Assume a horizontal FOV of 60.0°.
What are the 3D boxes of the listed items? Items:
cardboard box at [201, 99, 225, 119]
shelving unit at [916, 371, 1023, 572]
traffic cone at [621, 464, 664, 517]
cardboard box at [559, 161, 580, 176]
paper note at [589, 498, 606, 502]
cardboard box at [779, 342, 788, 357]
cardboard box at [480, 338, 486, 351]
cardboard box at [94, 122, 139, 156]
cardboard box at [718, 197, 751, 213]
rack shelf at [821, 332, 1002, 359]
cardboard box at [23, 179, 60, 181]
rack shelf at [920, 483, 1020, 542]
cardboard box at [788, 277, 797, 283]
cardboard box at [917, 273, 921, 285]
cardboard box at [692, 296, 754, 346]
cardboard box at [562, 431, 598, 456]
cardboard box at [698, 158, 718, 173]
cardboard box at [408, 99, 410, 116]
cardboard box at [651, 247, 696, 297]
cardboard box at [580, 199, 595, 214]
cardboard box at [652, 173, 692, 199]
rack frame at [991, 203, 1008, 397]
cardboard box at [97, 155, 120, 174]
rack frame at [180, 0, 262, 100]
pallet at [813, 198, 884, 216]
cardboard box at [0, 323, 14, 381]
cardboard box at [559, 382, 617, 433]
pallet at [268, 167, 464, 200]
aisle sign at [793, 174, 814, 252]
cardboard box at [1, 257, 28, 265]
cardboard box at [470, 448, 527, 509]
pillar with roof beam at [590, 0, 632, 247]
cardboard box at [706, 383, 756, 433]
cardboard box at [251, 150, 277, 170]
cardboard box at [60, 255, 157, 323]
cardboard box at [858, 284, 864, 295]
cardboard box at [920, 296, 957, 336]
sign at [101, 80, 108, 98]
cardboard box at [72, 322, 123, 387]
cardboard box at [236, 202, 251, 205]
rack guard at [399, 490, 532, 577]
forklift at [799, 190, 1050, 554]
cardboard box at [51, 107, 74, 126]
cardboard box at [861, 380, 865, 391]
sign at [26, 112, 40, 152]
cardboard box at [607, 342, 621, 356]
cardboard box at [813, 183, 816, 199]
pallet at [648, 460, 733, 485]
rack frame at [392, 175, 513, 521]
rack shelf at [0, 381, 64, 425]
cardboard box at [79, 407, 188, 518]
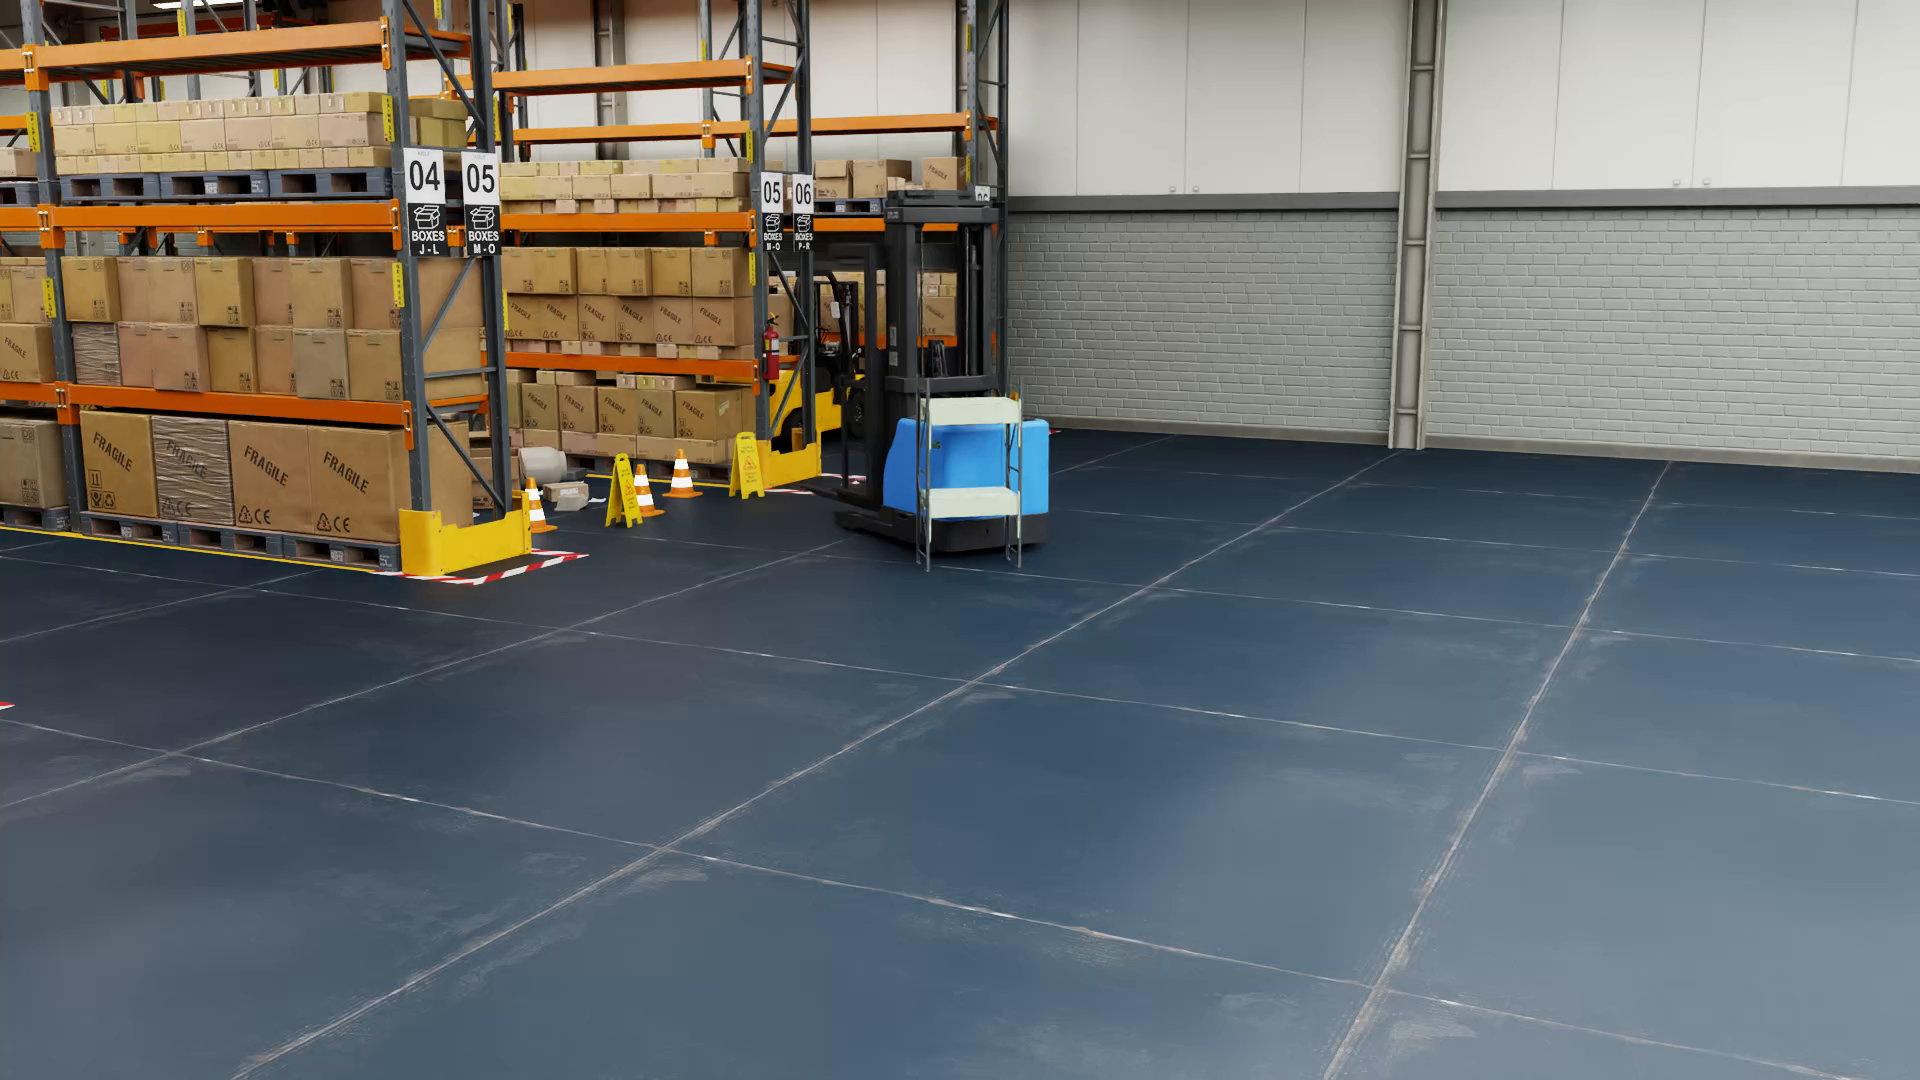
[{"bbox_3d":[-5.752,-3.393,13.141,0.250,0.149,0.380,5,11,26],"label":"cardboard box"},{"bbox_3d":[0.068,-0.540,12.979,0.755,1.500,0.431,-2,12,-13],"label":"shelving unit"},{"bbox_3d":[-2.975,-0.474,15.551,0.334,0.463,0.336,5,11,26],"label":"traffic cone"},{"bbox_3d":[-4.089,-3.988,17.886,0.250,0.149,0.380,5,11,25],"label":"cardboard box"},{"bbox_3d":[-3.561,-0.394,16.324,0.142,0.019,0.148,1,10,6],"label":"paper note"},{"bbox_3d":[-2.045,-2.035,17.757,0.250,0.149,0.380,5,11,26],"label":"cardboard box"},{"bbox_3d":[-5.279,-2.214,18.748,0.250,0.149,0.380,5,11,26],"label":"cardboard box"},{"bbox_3d":[-6.751,-3.297,13.729,0.500,0.250,0.500,5,11,25],"label":"cardboard box"},{"bbox_3d":[-2.276,-3.435,17.068,0.250,0.149,0.380,5,11,26],"label":"cardboard box"},{"bbox_3d":[-1.433,-2.695,22.721,4.000,0.370,1.077,5,11,26],"label":"rack shelf"},{"bbox_3d":[-8.339,-3.345,15.113,0.380,0.149,0.250,5,11,26],"label":"cardboard box"},{"bbox_3d":[0.066,-0.220,13.042,0.720,0.370,0.431,-2,12,-13],"label":"rack shelf"},{"bbox_3d":[-2.135,-3.572,22.605,0.250,0.149,0.380,5,11,25],"label":"cardboard box"},{"bbox_3d":[-0.535,-3.432,21.833,0.250,0.149,0.380,5,12,27],"label":"cardboard box"},{"bbox_3d":[-2.441,-2.293,17.362,0.500,0.500,0.500,5,11,25],"label":"cardboard box"},{"bbox_3d":[-4.049,-1.096,18.407,0.500,0.250,0.500,5,11,25],"label":"cardboard box"},{"bbox_3d":[-2.481,-3.850,17.121,0.250,0.149,0.380,5,12,27],"label":"cardboard box"},{"bbox_3d":[-4.315,-3.398,13.166,0.250,0.149,0.380,5,11,26],"label":"cardboard box"},{"bbox_3d":[-2.838,-2.833,17.537,0.500,0.500,0.700,5,11,26],"label":"cardboard box"},{"bbox_3d":[-3.864,-3.581,17.876,0.250,0.149,0.380,5,11,26],"label":"cardboard box"},{"bbox_3d":[-2.855,-3.687,17.341,0.500,0.250,0.500,5,11,25],"label":"cardboard box"},{"bbox_3d":[0.361,-2.892,21.786,0.127,3.000,1.000,5,11,26],"label":"rack frame"},{"bbox_3d":[-6.887,-3.101,13.763,0.250,0.149,0.380,5,11,26],"label":"cardboard box"},{"bbox_3d":[-9.007,-5.681,20.353,0.127,3.000,1.000,5,11,26],"label":"rack frame"},{"bbox_3d":[-1.360,-4.480,22.387,1.213,0.211,1.003,5,11,26],"label":"pallet"},{"bbox_3d":[-8.558,-1.703,14.936,0.500,0.500,0.500,5,11,25],"label":"cardboard box"},{"bbox_3d":[-4.060,-1.466,18.341,0.500,0.500,0.500,6,12,29],"label":"cardboard box"},{"bbox_3d":[-4.602,-2.789,13.047,1.213,0.211,1.003,5,11,26],"label":"pallet"},{"bbox_3d":[-1.640,-3.423,17.419,0.004,0.787,0.394,5,11,26],"label":"aisle sign"},{"bbox_3d":[-12.326,-3.505,22.086,0.500,0.500,0.500,5,11,26],"label":"cardboard box"},{"bbox_3d":[-4.528,-0.604,16.157,0.637,0.503,0.797,-2,11,-14],"label":"cardboard box"},{"bbox_3d":[-7.151,-5.828,21.164,0.548,9.000,9.100,5,11,26],"label":"pillar with roof beam"},{"bbox_3d":[-2.455,-1.431,18.150,0.500,0.500,0.500,5,11,24],"label":"cardboard box"},{"bbox_3d":[-5.293,-2.961,12.990,0.250,0.149,0.380,5,11,25],"label":"cardboard box"},{"bbox_3d":[-7.203,-2.186,14.433,0.550,0.550,0.875,5,11,26],"label":"cardboard box"},{"bbox_3d":[-1.236,-3.340,22.160,0.250,0.149,0.380,5,11,26],"label":"cardboard box"},{"bbox_3d":[-0.197,-2.938,21.760,0.500,0.500,0.500,5,11,25],"label":"cardboard box"},{"bbox_3d":[-14.228,-7.517,27.649,0.005,0.325,0.100,5,11,26],"label":"sign"},{"bbox_3d":[-7.183,-1.662,14.570,0.550,0.550,0.875,5,11,26],"label":"cardboard box"},{"bbox_3d":[-8.570,-4.067,20.234,0.258,0.266,0.396,5,11,26],"label":"cardboard box"},{"bbox_3d":[-3.910,-0.068,13.204,0.348,0.500,1.175,5,11,26],"label":"rack guard"},{"bbox_3d":[-0.455,-1.550,14.562,1.130,2.935,3.031,-6,12,-31],"label":"forklift"},{"bbox_3d":[-7.343,-3.533,13.913,0.250,0.149,0.380,5,11,26],"label":"cardboard box"},{"bbox_3d":[-1.132,-2.058,22.319,0.500,0.250,0.500,5,11,25],"label":"cardboard box"},{"bbox_3d":[-7.750,-3.413,13.909,0.005,0.325,0.100,5,11,26],"label":"sign"},{"bbox_3d":[-3.625,-2.094,18.083,0.250,0.149,0.380,5,11,26],"label":"cardboard box"},{"bbox_3d":[-2.030,-4.707,22.312,0.258,0.266,0.396,5,11,24],"label":"cardboard box"},{"bbox_3d":[-2.613,-0.802,18.071,1.213,0.211,1.003,5,11,26],"label":"pallet"},{"bbox_3d":[-3.932,-1.300,12.992,0.127,3.000,1.000,5,11,26],"label":"rack frame"},{"bbox_3d":[-9.313,-1.419,15.669,4.000,0.370,1.077,5,11,26],"label":"rack shelf"},{"bbox_3d":[-6.986,-0.716,14.550,0.875,0.875,0.875,5,11,27],"label":"cardboard box"}]
